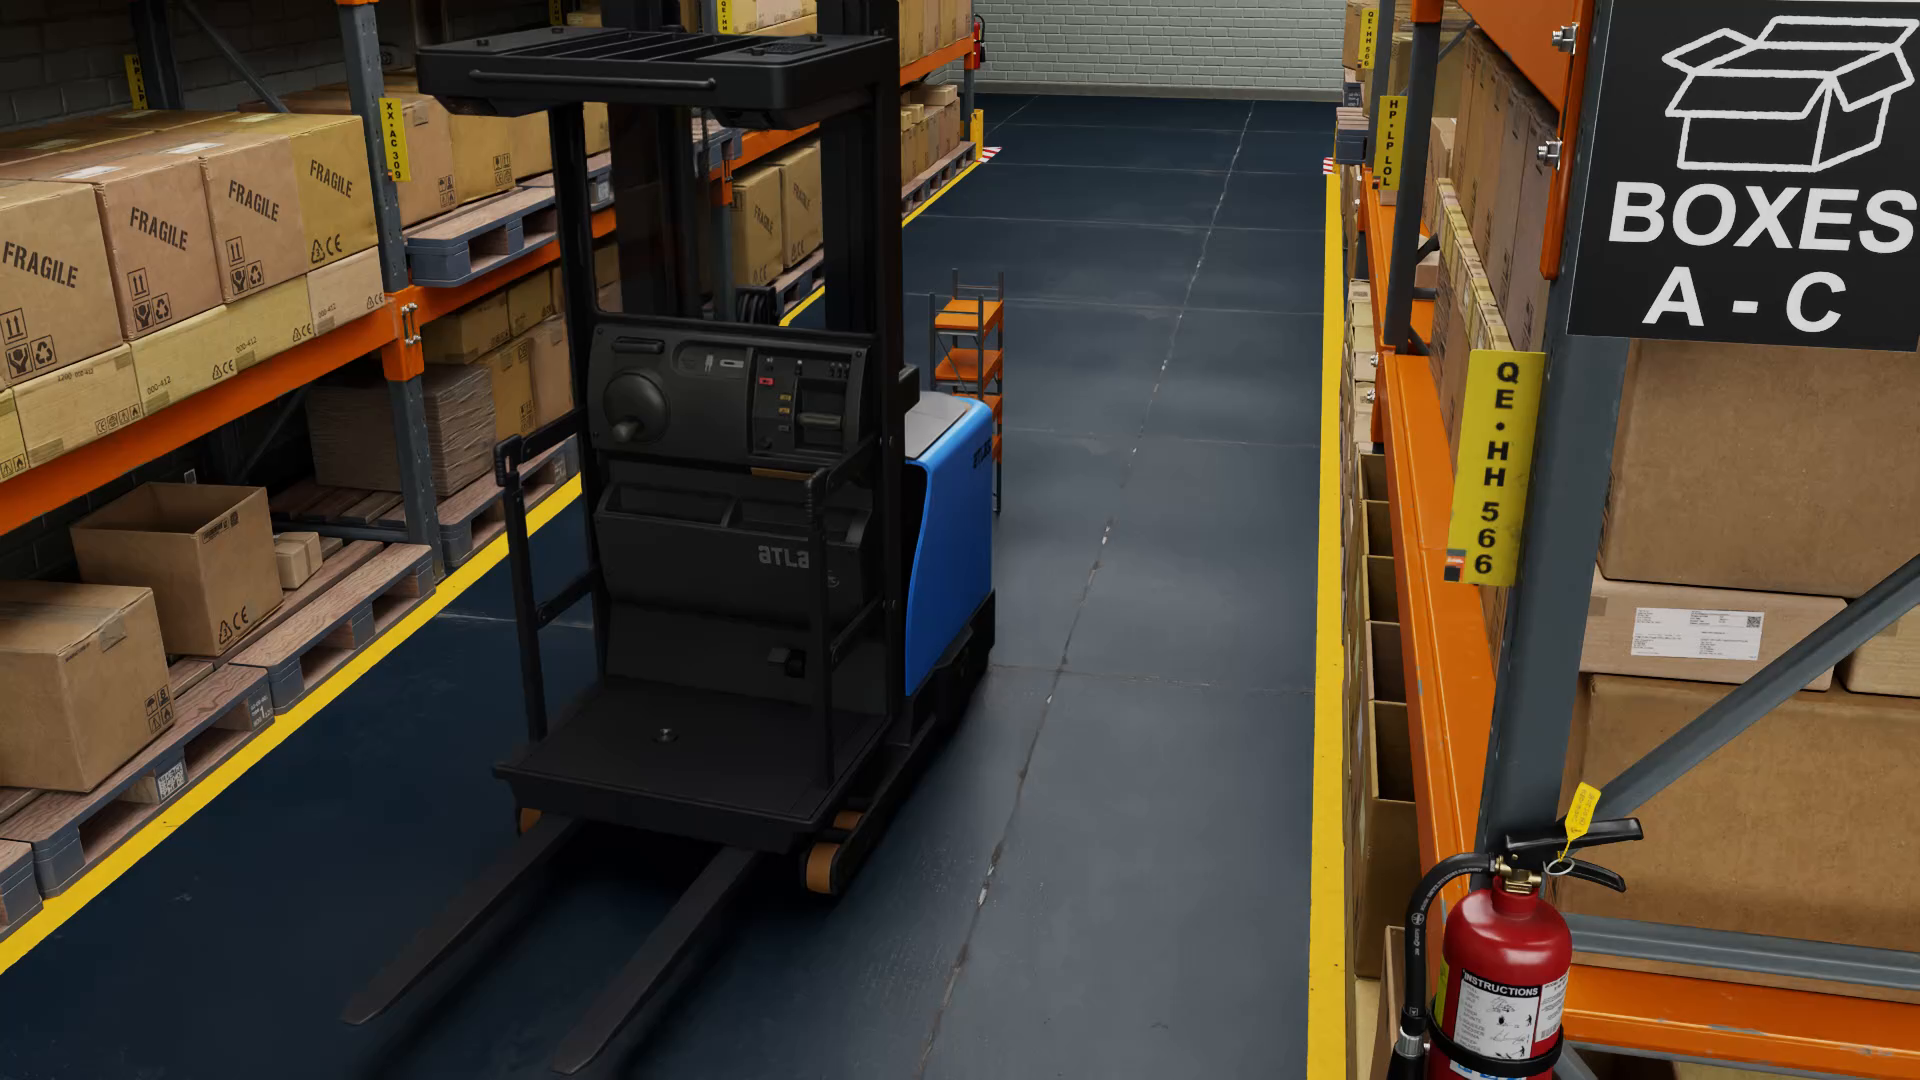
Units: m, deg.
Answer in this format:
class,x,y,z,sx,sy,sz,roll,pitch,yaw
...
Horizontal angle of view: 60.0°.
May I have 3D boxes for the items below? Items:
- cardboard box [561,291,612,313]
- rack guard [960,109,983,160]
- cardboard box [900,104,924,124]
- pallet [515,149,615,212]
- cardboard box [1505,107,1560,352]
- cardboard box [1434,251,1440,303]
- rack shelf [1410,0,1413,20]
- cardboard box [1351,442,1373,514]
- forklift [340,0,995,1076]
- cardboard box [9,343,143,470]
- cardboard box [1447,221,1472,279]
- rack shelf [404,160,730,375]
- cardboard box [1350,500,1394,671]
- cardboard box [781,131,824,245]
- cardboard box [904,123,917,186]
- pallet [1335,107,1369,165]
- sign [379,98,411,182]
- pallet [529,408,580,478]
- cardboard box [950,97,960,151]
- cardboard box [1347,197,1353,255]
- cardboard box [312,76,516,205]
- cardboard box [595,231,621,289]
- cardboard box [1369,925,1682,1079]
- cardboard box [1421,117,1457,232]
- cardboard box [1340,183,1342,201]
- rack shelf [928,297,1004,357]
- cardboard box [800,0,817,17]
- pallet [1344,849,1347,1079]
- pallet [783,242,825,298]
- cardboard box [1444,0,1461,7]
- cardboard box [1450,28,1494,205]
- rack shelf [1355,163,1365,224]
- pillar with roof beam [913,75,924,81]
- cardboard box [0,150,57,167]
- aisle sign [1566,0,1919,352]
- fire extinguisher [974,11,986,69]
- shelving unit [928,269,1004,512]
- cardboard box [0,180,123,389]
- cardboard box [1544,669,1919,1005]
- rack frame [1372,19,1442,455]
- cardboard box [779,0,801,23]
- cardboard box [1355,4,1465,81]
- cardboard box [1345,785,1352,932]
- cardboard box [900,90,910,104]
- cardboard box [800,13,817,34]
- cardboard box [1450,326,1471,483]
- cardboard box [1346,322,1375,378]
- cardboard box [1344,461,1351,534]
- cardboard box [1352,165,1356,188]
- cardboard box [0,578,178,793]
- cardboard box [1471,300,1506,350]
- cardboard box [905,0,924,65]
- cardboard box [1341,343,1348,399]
class,x,y,z,sx,sy,sz,roll,pitch,yaw
cardboard box,-2.370,-1.114,9.361,0.700,0.500,0.500,4,22,11
rack guard,-0.344,-4.475,18.296,1.175,0.500,0.348,4,22,11
cardboard box,-0.557,-4.067,15.852,0.380,0.149,0.250,4,22,9
pallet,-2.345,-1.884,8.773,1.003,0.211,1.213,4,22,11
cardboard box,1.559,-0.612,3.489,0.700,0.500,0.500,5,22,11
cardboard box,2.110,-0.975,6.459,0.500,0.250,0.500,6,23,14
rack shelf,2.461,-2.650,7.366,1.077,0.370,4.000,4,22,11
cardboard box,1.855,-0.210,6.728,0.500,0.311,0.500,4,22,11
forklift,-0.797,-0.432,5.003,1.130,2.935,3.031,7,23,16
cardboard box,-2.896,-0.430,5.079,0.500,0.250,0.500,5,22,11
cardboard box,1.654,-0.842,4.928,0.380,0.149,0.250,4,22,10
rack shelf,-2.389,-1.635,8.861,1.077,0.370,4.000,4,22,11
cardboard box,1.557,0.201,5.454,0.500,0.500,0.500,4,22,11
cardboard box,-1.349,-2.788,13.075,0.750,0.750,0.750,5,23,13
cardboard box,-0.806,-3.647,15.679,0.700,0.500,0.500,4,22,10
pallet,2.939,-2.488,10.273,1.213,0.211,1.003,4,22,11
sign,-2.265,-1.600,6.653,0.100,0.325,0.005,4,22,11
pallet,-2.393,-0.676,9.250,1.003,0.211,1.213,4,22,11
cardboard box,-0.394,-4.397,17.541,0.700,0.500,0.500,4,22,11
cardboard box,3.141,-2.295,12.293,0.500,0.500,0.500,5,22,12
cardboard box,-2.539,-1.875,7.771,0.700,0.500,0.500,7,23,16
cardboard box,-2.255,-1.621,9.618,0.500,0.250,0.500,5,22,12
cardboard box,1.055,1.116,3.182,0.500,0.500,0.500,4,22,11
cardboard box,2.543,-1.755,8.063,0.500,0.500,0.500,3,22,8
cardboard box,3.541,-3.040,14.614,0.380,0.149,0.250,4,22,11
rack shelf,0.034,-0.982,7.633,0.258,0.148,0.480,4,22,11
cardboard box,-1.331,-3.955,12.096,0.500,0.250,0.500,4,22,10
pallet,1.603,1.168,4.671,1.003,0.211,1.213,4,22,11
pallet,-1.496,-2.134,12.870,1.003,0.211,1.213,4,22,11
cardboard box,4.057,-4.448,13.410,0.500,0.500,0.500,5,22,12
cardboard box,1.968,-1.346,5.311,0.700,0.500,0.500,5,22,11
rack shelf,3.277,-2.722,11.559,1.077,0.370,4.000,4,22,11
pillar with roof beam,3.570,-9.134,18.487,9.100,9.000,0.400,4,22,11
cardboard box,-3.314,-0.998,5.487,0.500,0.500,0.500,5,22,12
aisle sign,0.936,-0.602,1.854,0.394,0.787,0.004,4,22,11
fire extinguisher,0.134,-5.437,17.941,0.296,0.674,0.183,4,22,11
shelving unit,0.034,-0.617,7.780,0.258,1.200,0.503,4,22,11
cardboard box,-2.906,-0.772,4.925,0.500,0.500,0.500,5,23,13
cardboard box,1.344,0.386,2.746,0.700,0.500,0.500,4,22,11
rack frame,2.053,-0.861,5.976,1.000,3.000,0.127,4,22,11
cardboard box,-1.429,-3.768,11.631,0.500,0.250,0.500,5,22,11
cardboard box,3.291,-3.615,12.119,0.700,0.500,0.500,8,23,19
cardboard box,1.351,0.915,4.686,0.500,0.250,0.500,4,22,11
cardboard box,-0.718,-4.483,16.884,0.380,0.149,0.250,5,22,11
cardboard box,-1.315,-3.615,12.256,0.500,0.500,0.500,5,22,12
cardboard box,1.761,-0.368,4.618,0.700,0.500,0.500,5,22,12
cardboard box,2.269,-0.955,8.577,0.500,0.311,0.500,4,22,9
cardboard box,1.959,-0.139,7.302,0.500,0.250,0.500,4,22,10
cardboard box,3.144,-2.655,12.184,0.500,0.250,0.500,5,22,11
cardboard box,-3.069,0.462,5.448,0.700,0.500,0.500,3,22,8
cardboard box,1.442,-0.467,3.996,0.380,0.149,0.250,4,22,10
cardboard box,-0.884,-4.766,15.270,0.980,0.700,0.700,4,22,10
cardboard box,2.373,-0.890,9.167,0.500,0.250,0.500,4,22,9
